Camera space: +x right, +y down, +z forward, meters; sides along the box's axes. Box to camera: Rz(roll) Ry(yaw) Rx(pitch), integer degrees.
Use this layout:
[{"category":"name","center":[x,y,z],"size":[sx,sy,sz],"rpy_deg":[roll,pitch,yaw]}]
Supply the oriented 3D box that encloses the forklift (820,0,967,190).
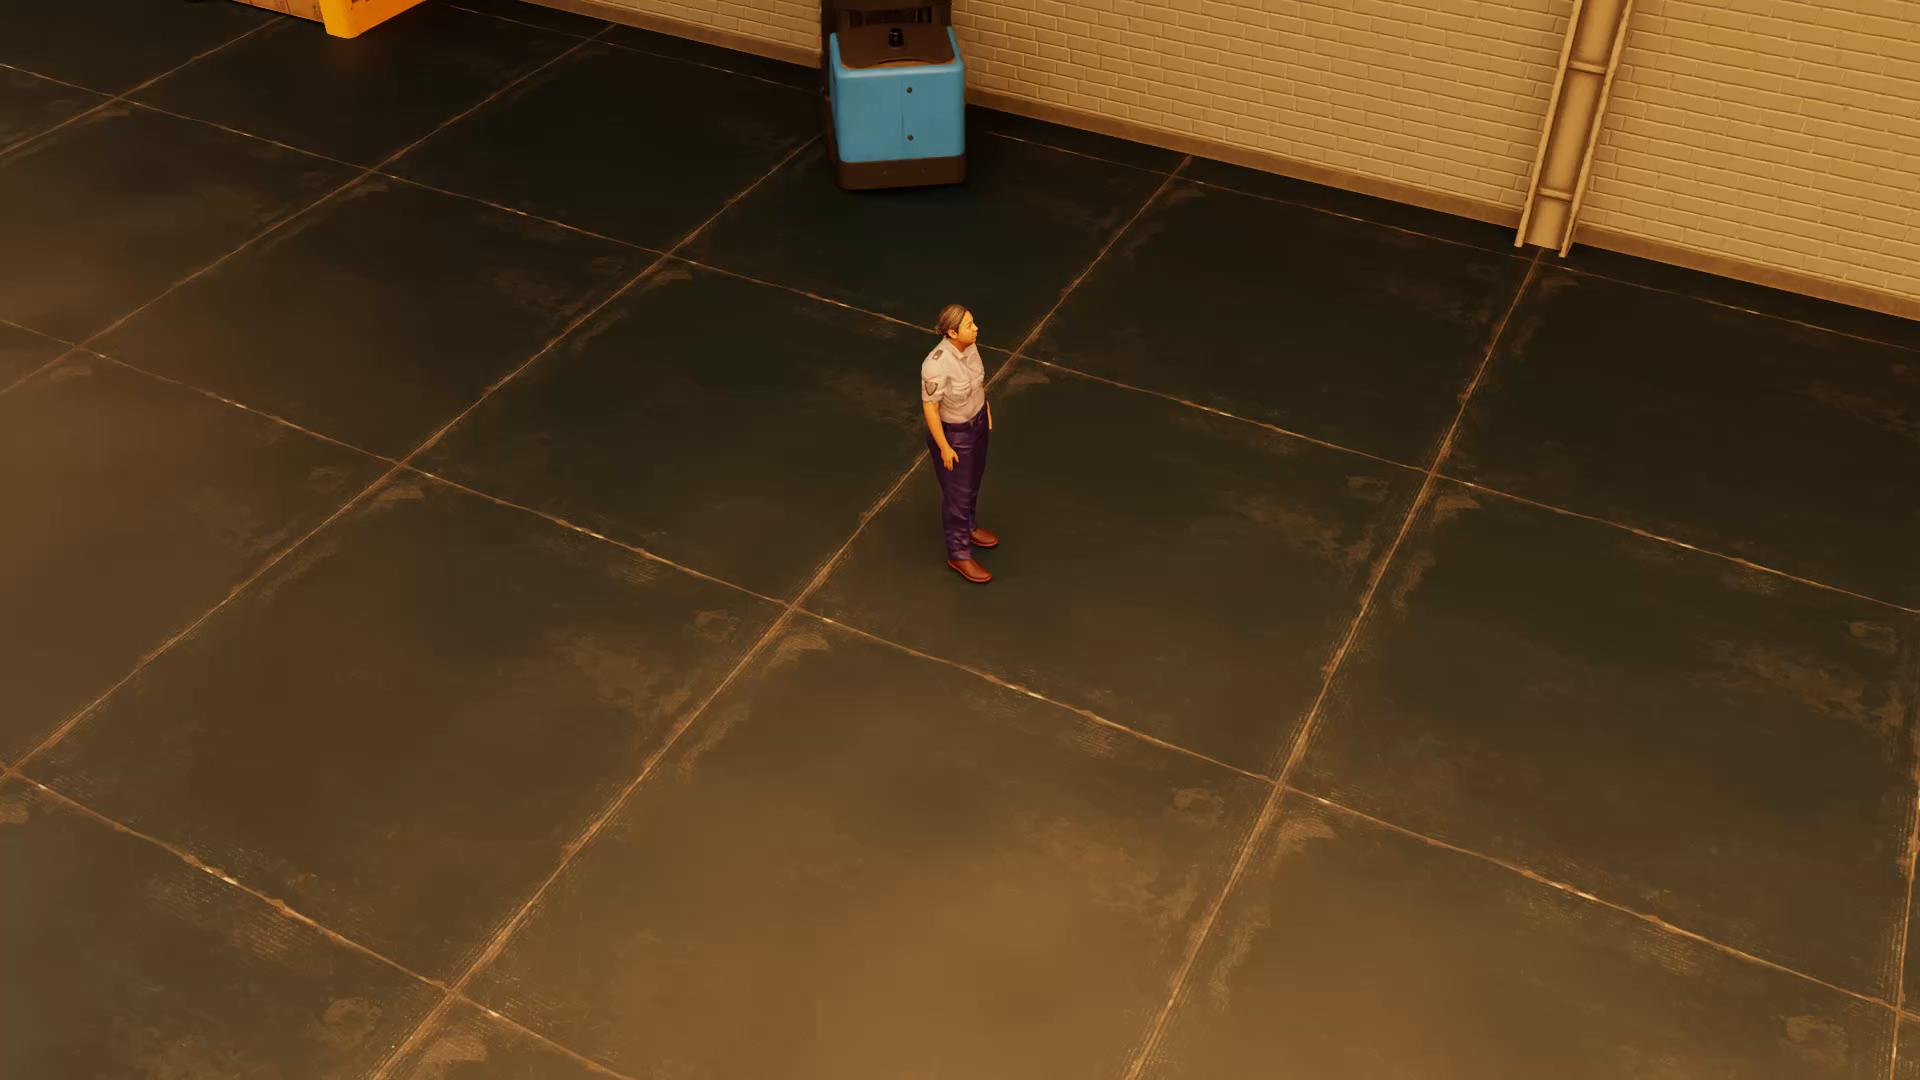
[{"category":"forklift","center":[-0.653,-4.915,13.823],"size":[1.130,2.935,3.031],"rpy_deg":[-5,40,-6]}]

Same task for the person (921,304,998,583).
[{"category":"person","center":[0.069,-0.592,9.681],"size":[0.502,1.643,0.598],"rpy_deg":[18,43,21]}]
